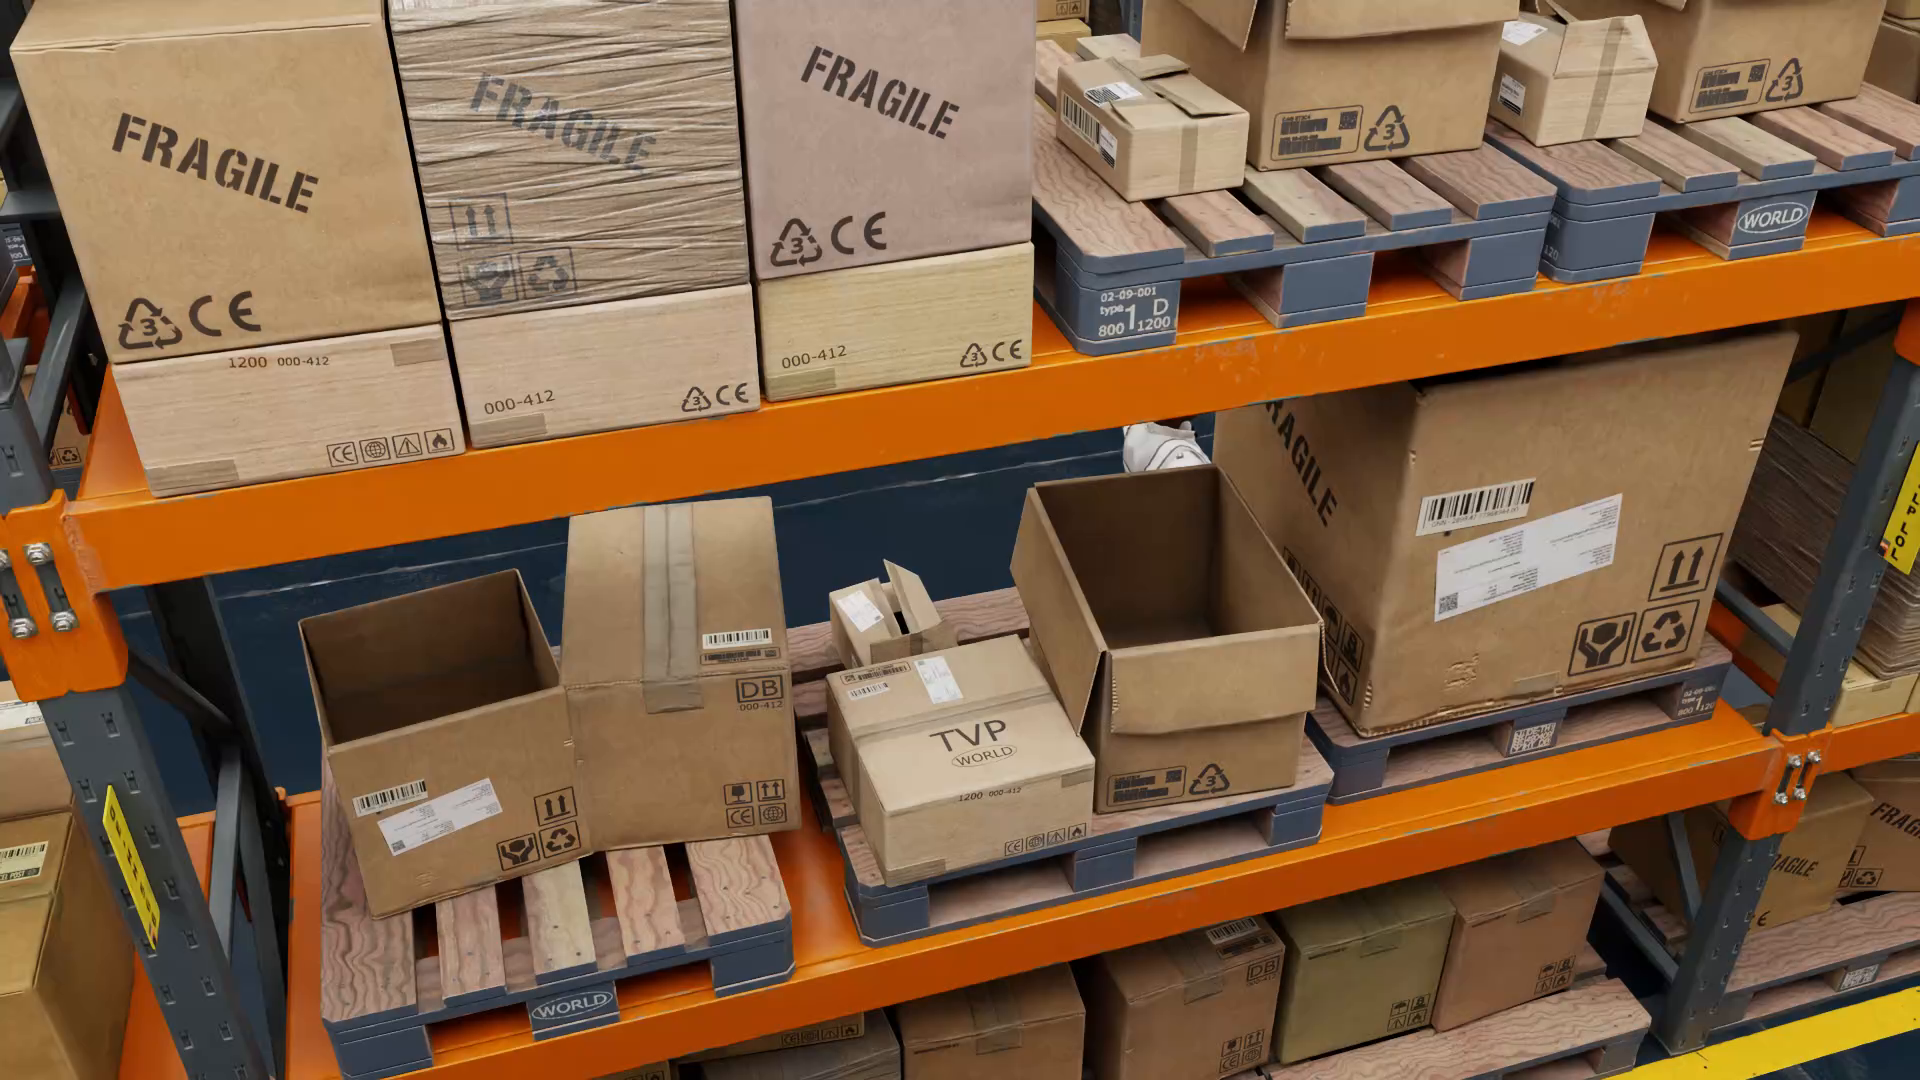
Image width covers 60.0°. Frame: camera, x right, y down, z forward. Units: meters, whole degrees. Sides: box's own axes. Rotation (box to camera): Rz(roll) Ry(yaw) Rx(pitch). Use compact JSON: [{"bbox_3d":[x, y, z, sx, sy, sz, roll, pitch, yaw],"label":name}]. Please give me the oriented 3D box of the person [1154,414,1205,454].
[{"bbox_3d":[0.743,0.085,6.029,0.350,1.713,0.436,-9,35,-13],"label":"person"}]
